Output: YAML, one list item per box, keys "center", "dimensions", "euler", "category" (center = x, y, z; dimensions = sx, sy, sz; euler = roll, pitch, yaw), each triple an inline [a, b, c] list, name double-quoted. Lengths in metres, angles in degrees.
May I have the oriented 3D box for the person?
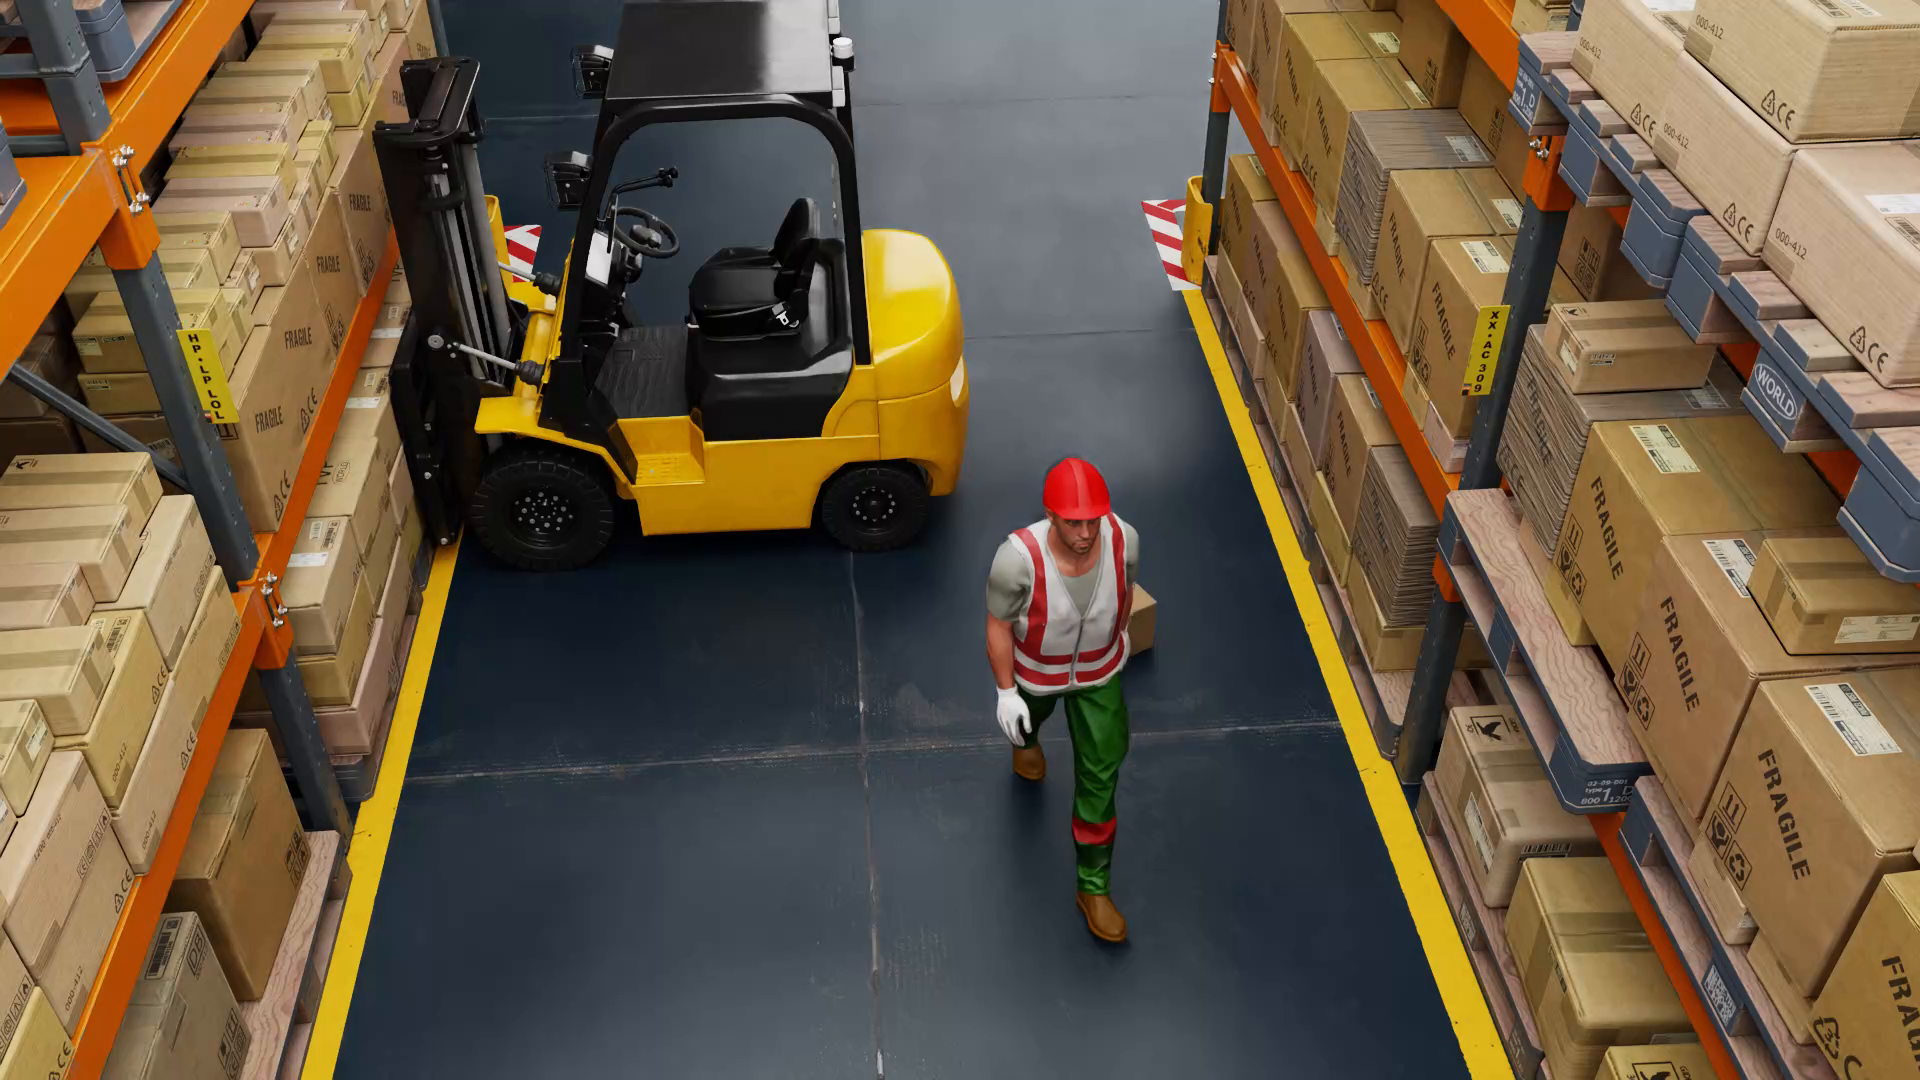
- center: [0.354, 0.439, 5.599]
  dimensions: [0.547, 1.730, 1.092]
  euler: [-5, 39, -7]
  category: "person"
